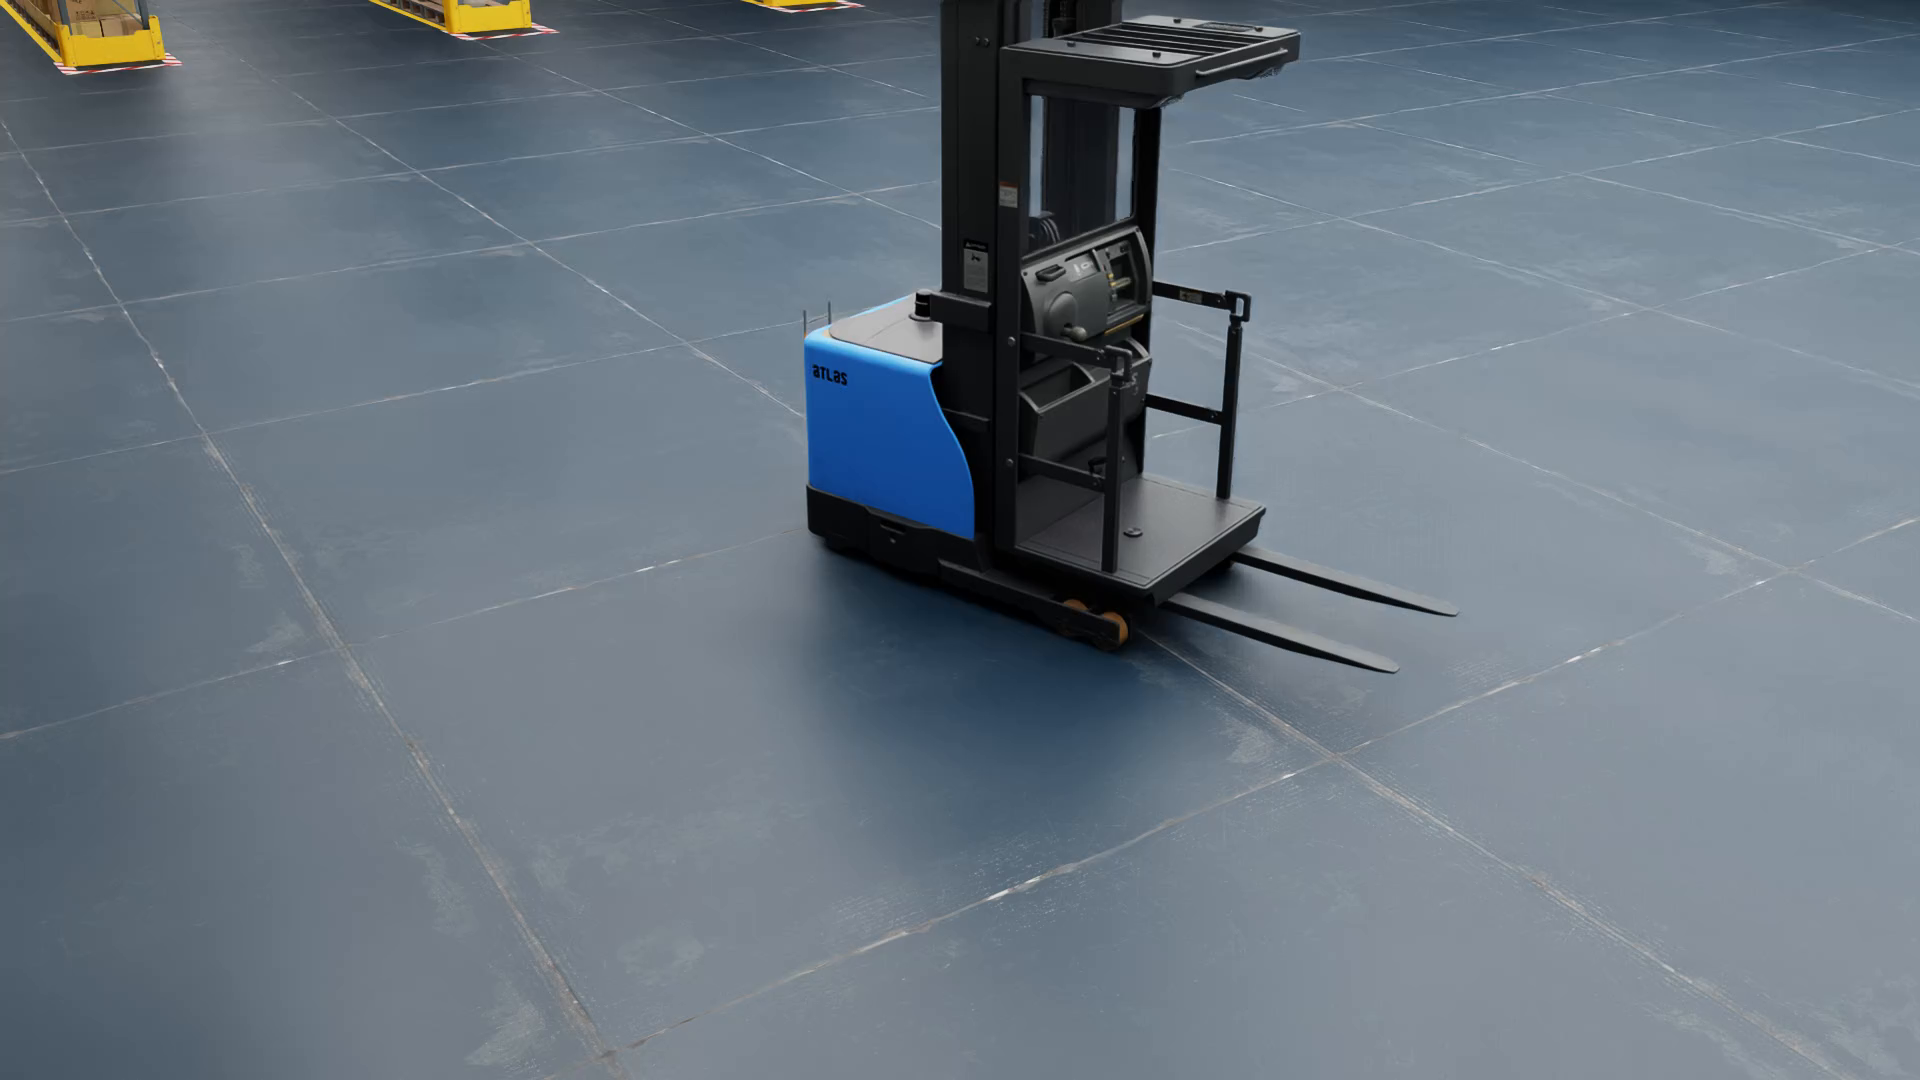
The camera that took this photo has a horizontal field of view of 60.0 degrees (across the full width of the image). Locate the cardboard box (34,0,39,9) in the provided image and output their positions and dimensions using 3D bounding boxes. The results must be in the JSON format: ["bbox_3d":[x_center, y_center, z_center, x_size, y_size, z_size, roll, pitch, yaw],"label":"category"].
[{"bbox_3d":[-12.138,-7.400,22.263,0.500,0.500,0.500,-16,29,-30],"label":"cardboard box"}]

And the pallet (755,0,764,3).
[{"bbox_3d":[-2.919,-8.831,26.710,1.003,0.211,1.213,-16,29,-30],"label":"pallet"}]

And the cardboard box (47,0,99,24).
[{"bbox_3d":[-11.308,-6.867,21.133,0.500,0.500,0.500,-16,29,-30],"label":"cardboard box"}]

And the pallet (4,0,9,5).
[{"bbox_3d":[-14.717,-8.756,26.550,1.003,0.211,1.213,-16,29,-30],"label":"pallet"}]

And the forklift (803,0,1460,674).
[{"bbox_3d":[0.728,-1.101,7.150,3.031,2.935,1.130,18,31,33],"label":"forklift"}]

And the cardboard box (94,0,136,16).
[{"bbox_3d":[-11.147,-7.167,21.768,0.500,0.500,0.500,-16,29,-30],"label":"cardboard box"}]

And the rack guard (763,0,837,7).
[{"bbox_3d":[-2.506,-8.663,26.015,1.175,0.500,0.348,-16,29,-30],"label":"rack guard"}]

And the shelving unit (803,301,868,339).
[{"bbox_3d":[-0.613,-0.658,8.414,0.252,1.050,0.215,18,31,33],"label":"shelving unit"}]

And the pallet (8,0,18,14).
[{"bbox_3d":[-14.055,-8.320,25.627,1.003,0.211,1.213,-16,29,-30],"label":"pallet"}]

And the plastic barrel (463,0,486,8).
[{"bbox_3d":[-7.037,-7.894,23.881,0.421,0.512,0.421,0,25,0],"label":"plastic barrel"}]

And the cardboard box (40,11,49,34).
[{"bbox_3d":[-11.864,-6.883,22.045,0.500,0.250,0.500,-16,29,-30],"label":"cardboard box"}]

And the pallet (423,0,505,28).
[{"bbox_3d":[-7.134,-7.659,24.227,1.003,0.211,1.213,-16,29,-30],"label":"pallet"}]

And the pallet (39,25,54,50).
[{"bbox_3d":[-11.881,-6.898,22.614,1.003,0.211,1.213,-16,29,-30],"label":"pallet"}]

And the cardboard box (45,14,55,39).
[{"bbox_3d":[-11.589,-6.704,21.667,0.500,0.250,0.500,-16,29,-30],"label":"cardboard box"}]

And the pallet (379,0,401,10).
[{"bbox_3d":[-8.466,-8.532,26.076,1.003,0.211,1.213,-16,29,-30],"label":"pallet"}]

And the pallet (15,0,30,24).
[{"bbox_3d":[-13.385,-7.883,24.701,1.003,0.211,1.213,-16,29,-30],"label":"pallet"}]

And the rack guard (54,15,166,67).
[{"bbox_3d":[-10.753,-6.320,21.052,1.175,0.500,0.348,-16,29,-30],"label":"rack guard"}]

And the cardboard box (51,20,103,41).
[{"bbox_3d":[-11.306,-6.528,21.294,0.500,0.250,0.500,-16,29,-30],"label":"cardboard box"}]

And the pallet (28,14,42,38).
[{"bbox_3d":[-12.551,-7.334,23.539,1.003,0.211,1.213,-16,29,-30],"label":"pallet"}]

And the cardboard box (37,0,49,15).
[{"bbox_3d":[-11.866,-7.221,21.884,0.500,0.500,0.500,-16,29,-30],"label":"cardboard box"}]

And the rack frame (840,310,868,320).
[{"bbox_3d":[-0.516,-0.626,8.347,0.008,1.050,0.200,18,31,33],"label":"rack frame"}]

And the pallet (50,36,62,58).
[{"bbox_3d":[-11.219,-6.462,21.691,1.003,0.211,1.213,-16,29,-30],"label":"pallet"}]

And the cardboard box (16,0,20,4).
[{"bbox_3d":[-13.694,-8.098,24.620,0.500,0.250,0.500,-16,30,-30],"label":"cardboard box"}]

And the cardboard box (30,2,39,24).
[{"bbox_3d":[-12.413,-7.240,22.801,0.500,0.250,0.500,-16,29,-30],"label":"cardboard box"}]

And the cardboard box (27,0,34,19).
[{"bbox_3d":[-12.682,-7.420,23.182,0.500,0.250,0.500,-16,29,-30],"label":"cardboard box"}]

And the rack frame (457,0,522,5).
[{"bbox_3d":[-6.614,-8.612,22.979,1.000,3.000,0.127,-16,29,-30],"label":"rack frame"}]

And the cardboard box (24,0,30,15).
[{"bbox_3d":[-12.951,-7.600,23.564,0.500,0.250,0.500,-16,29,-30],"label":"cardboard box"}]

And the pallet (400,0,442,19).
[{"bbox_3d":[-7.796,-8.095,25.150,1.003,0.211,1.213,-16,29,-30],"label":"pallet"}]

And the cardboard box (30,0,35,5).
[{"bbox_3d":[-12.413,-7.579,22.641,0.500,0.500,0.500,-16,29,-30],"label":"cardboard box"}]

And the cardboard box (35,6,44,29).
[{"bbox_3d":[-12.135,-7.062,22.425,0.500,0.250,0.500,-16,29,-30],"label":"cardboard box"}]

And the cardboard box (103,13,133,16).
[{"bbox_3d":[-11.149,-6.827,21.927,0.500,0.250,0.500,-16,29,-30],"label":"cardboard box"}]

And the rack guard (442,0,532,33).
[{"bbox_3d":[-6.695,-7.498,23.547,1.175,0.500,0.348,-16,29,-30],"label":"rack guard"}]

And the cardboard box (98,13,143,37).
[{"bbox_3d":[-10.872,-6.649,21.550,0.500,0.250,0.500,-16,29,-30],"label":"cardboard box"}]

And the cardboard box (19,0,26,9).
[{"bbox_3d":[-13.419,-7.917,24.236,0.500,0.250,0.500,-16,30,-30],"label":"cardboard box"}]

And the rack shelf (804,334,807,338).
[{"bbox_3d":[-0.613,-0.905,8.297,0.240,0.259,0.215,18,31,33],"label":"rack shelf"}]

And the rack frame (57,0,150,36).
[{"bbox_3d":[-10.766,-7.459,20.537,1.000,3.000,0.127,-16,29,-30],"label":"rack frame"}]

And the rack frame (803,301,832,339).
[{"bbox_3d":[-0.710,-0.690,8.481,0.008,1.050,0.200,18,31,33],"label":"rack frame"}]
